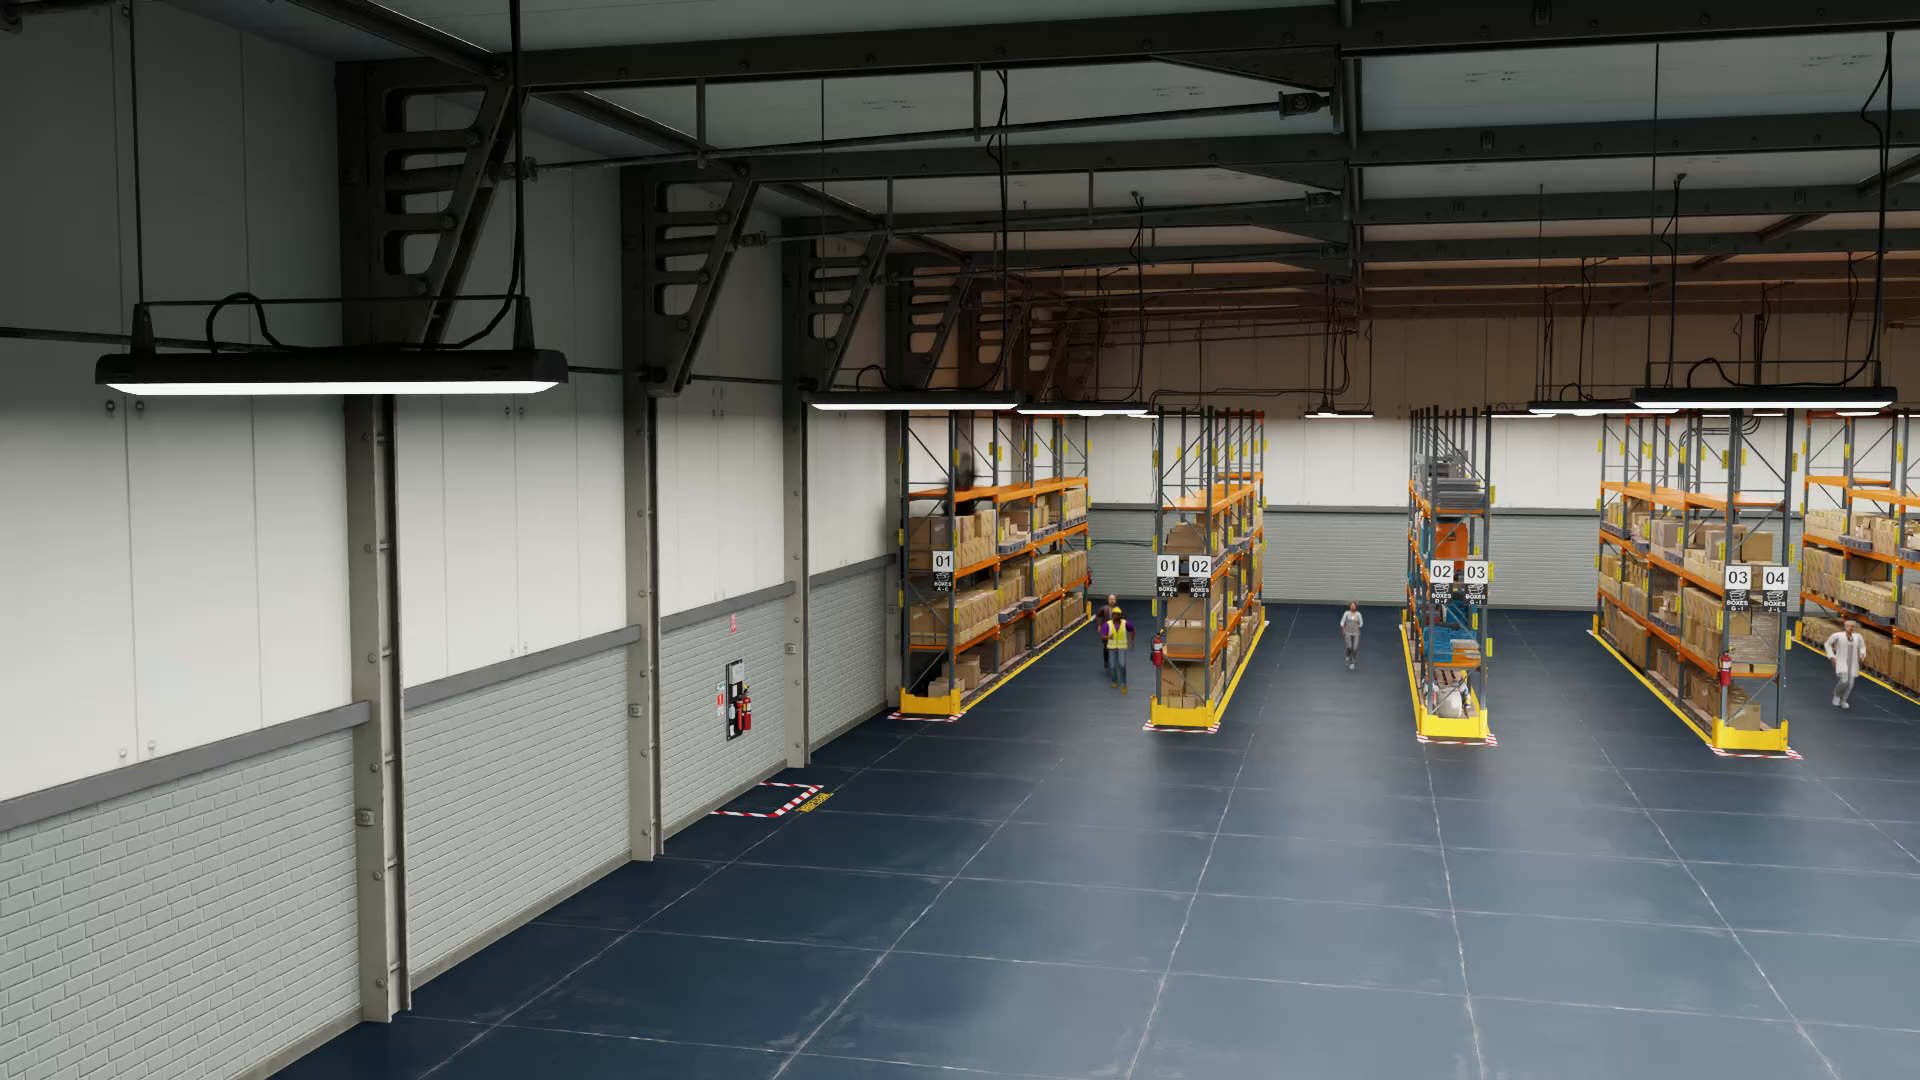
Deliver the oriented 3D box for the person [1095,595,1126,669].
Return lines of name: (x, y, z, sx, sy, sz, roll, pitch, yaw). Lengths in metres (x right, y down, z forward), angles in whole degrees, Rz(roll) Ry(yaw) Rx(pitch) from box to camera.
person: (3.452, 2.126, 37.951, 0.692, 1.742, 0.656, 0, 4, 1)

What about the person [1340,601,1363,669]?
person: (9.039, 2.195, 38.352, 0.503, 1.559, 0.493, 1, 4, 9)

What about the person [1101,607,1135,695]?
person: (3.297, 2.315, 34.816, 0.684, 1.816, 0.732, 1, 4, 9)

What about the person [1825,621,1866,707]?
person: (17.661, 2.474, 33.071, 0.717, 1.747, 0.641, 0, 4, 6)
